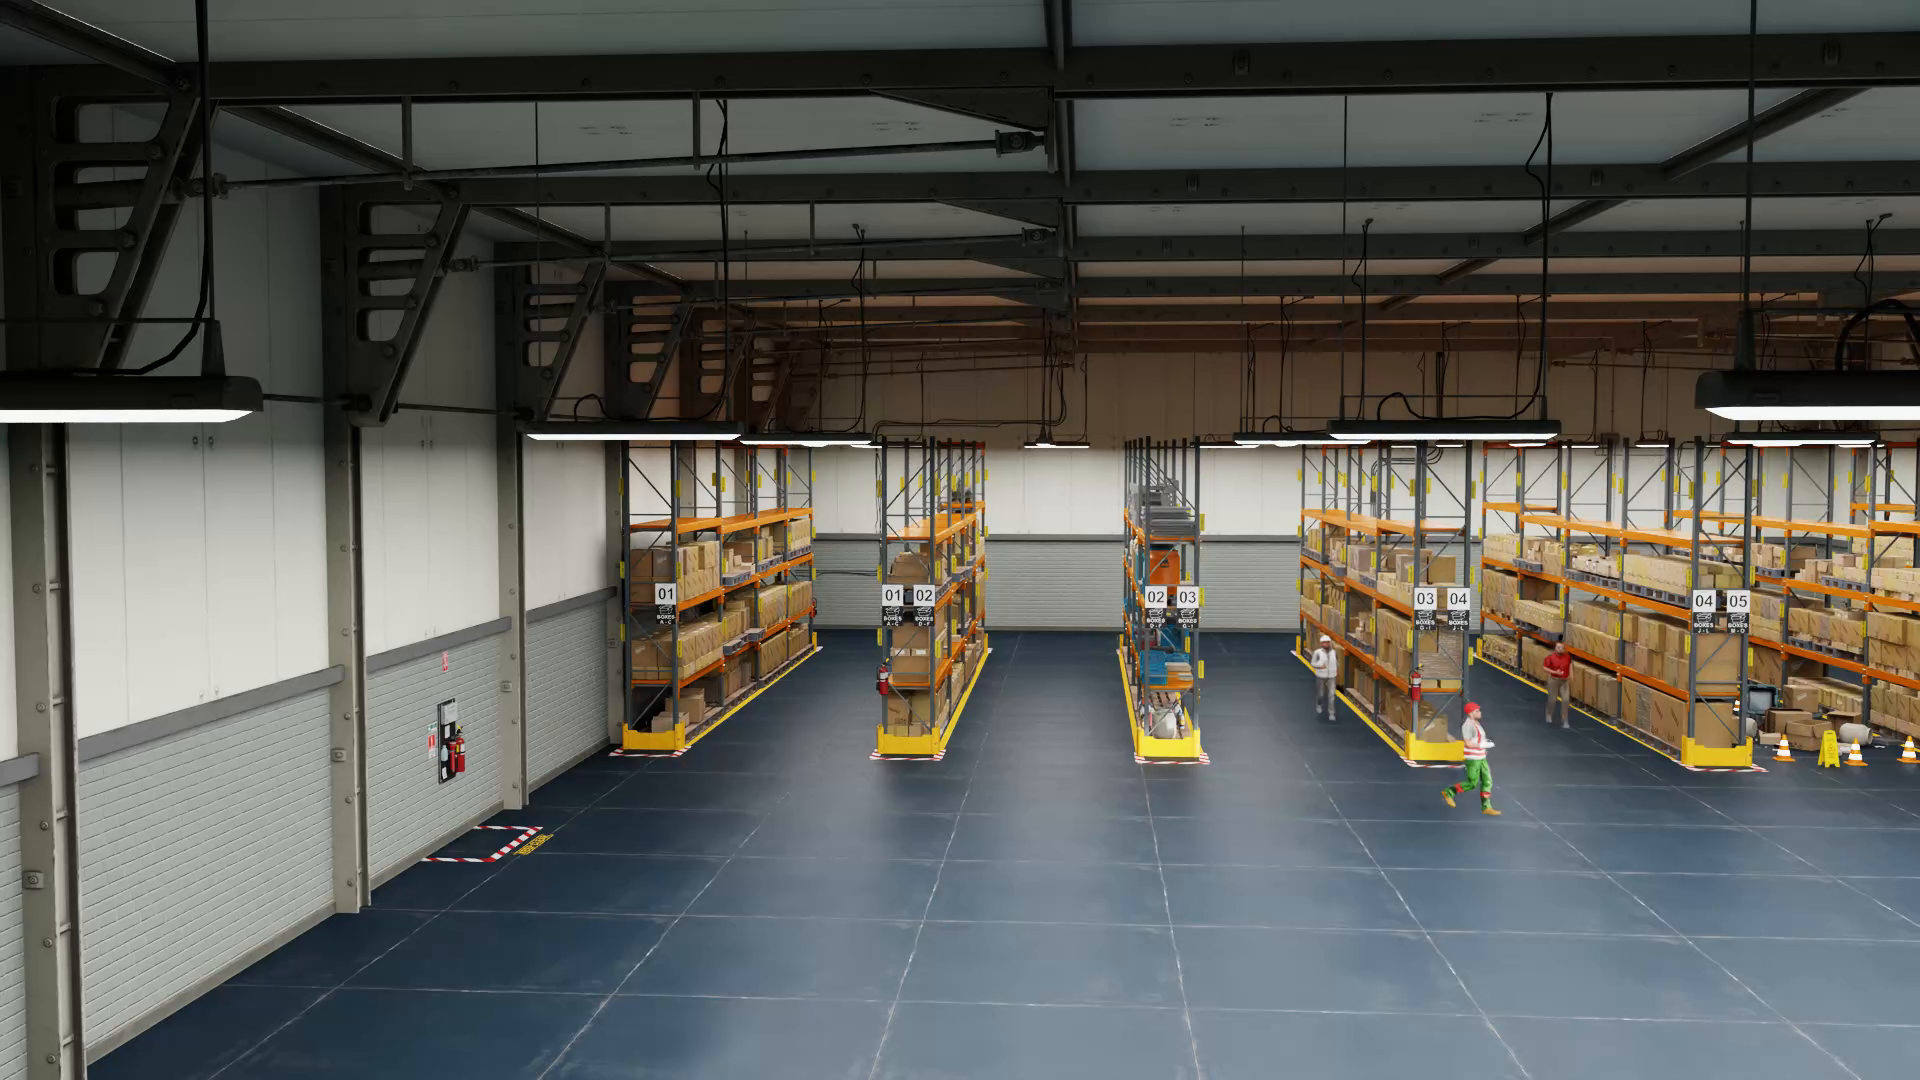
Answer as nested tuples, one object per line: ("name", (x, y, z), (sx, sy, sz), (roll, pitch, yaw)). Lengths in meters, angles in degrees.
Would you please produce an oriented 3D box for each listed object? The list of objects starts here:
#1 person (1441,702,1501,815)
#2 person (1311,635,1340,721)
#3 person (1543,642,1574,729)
("person", (8.072, 3.435, 26.183), (0.908, 1.764, 0.669), (2, 4, 32))
("person", (7.813, 2.879, 35.480), (0.659, 1.693, 0.975), (0, 3, -1))
("person", (12.439, 3.023, 34.589), (0.678, 1.805, 0.795), (0, 3, 0))
